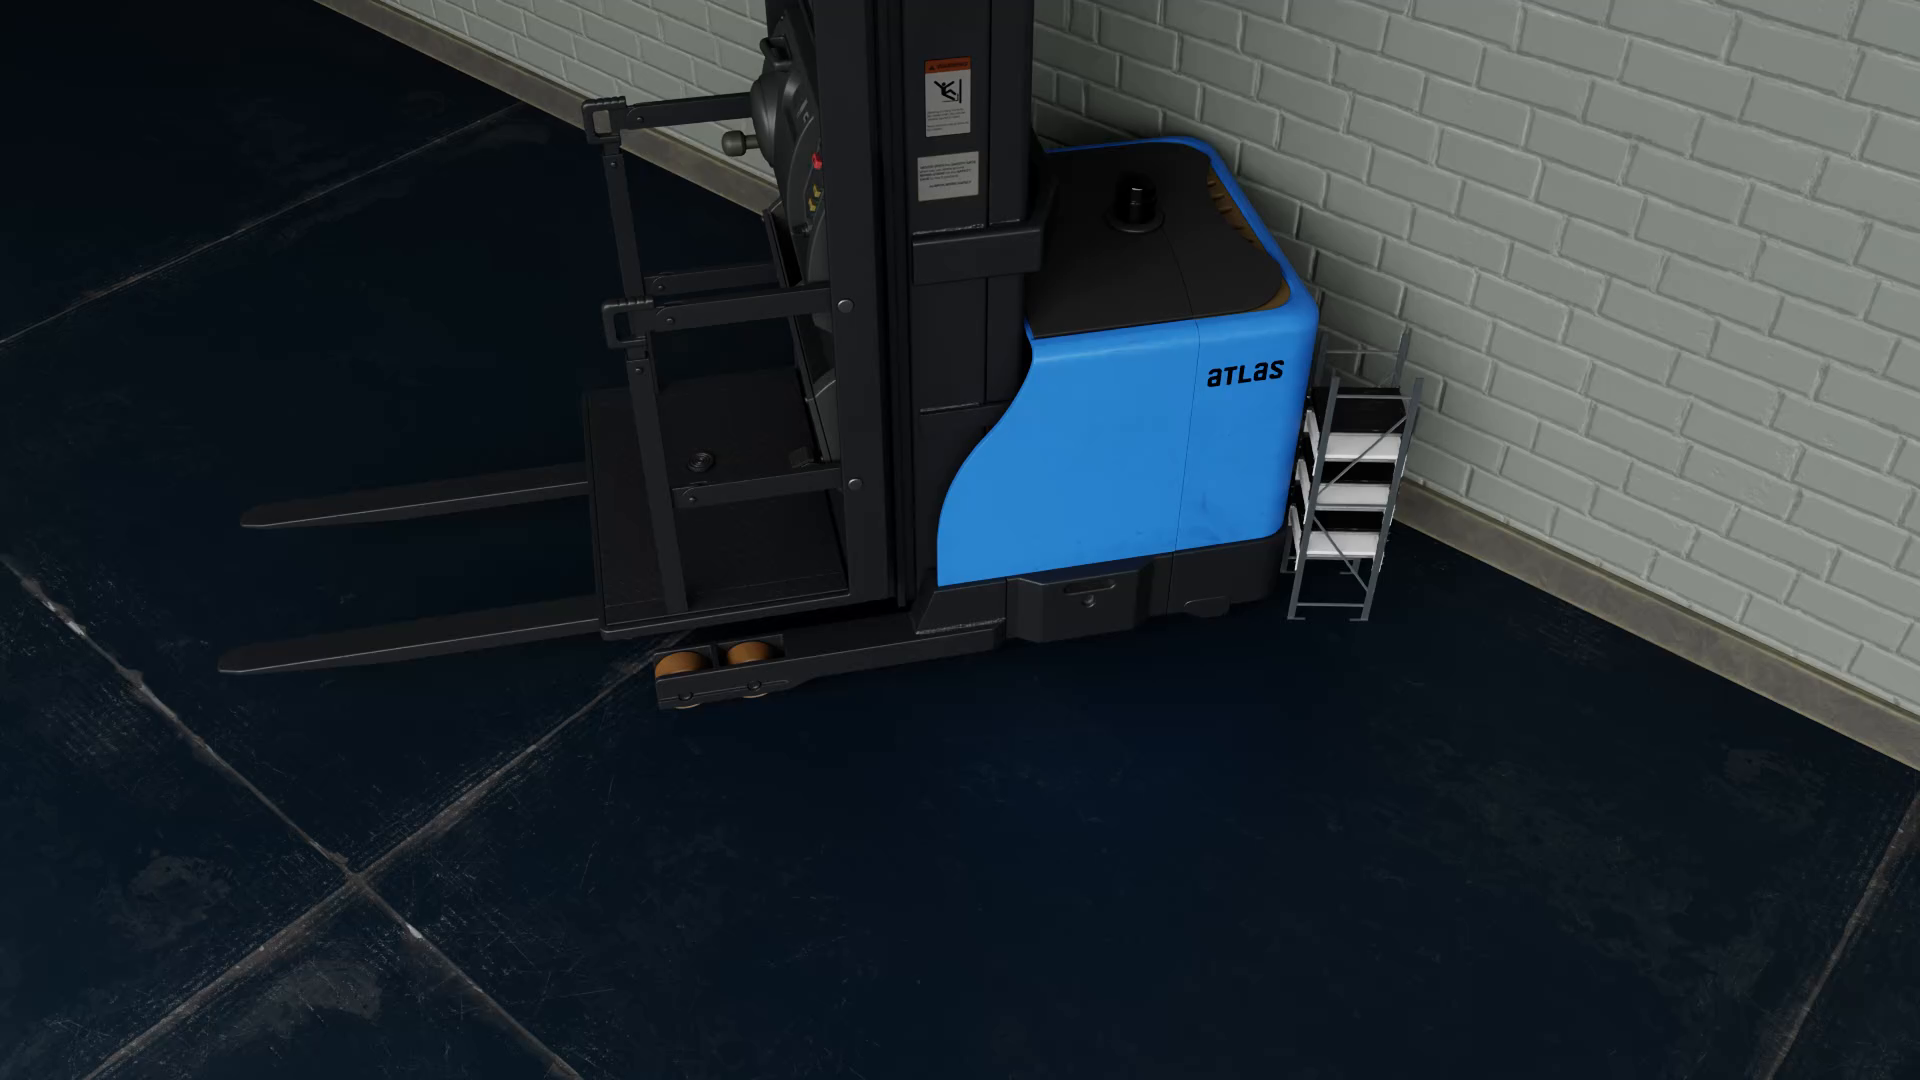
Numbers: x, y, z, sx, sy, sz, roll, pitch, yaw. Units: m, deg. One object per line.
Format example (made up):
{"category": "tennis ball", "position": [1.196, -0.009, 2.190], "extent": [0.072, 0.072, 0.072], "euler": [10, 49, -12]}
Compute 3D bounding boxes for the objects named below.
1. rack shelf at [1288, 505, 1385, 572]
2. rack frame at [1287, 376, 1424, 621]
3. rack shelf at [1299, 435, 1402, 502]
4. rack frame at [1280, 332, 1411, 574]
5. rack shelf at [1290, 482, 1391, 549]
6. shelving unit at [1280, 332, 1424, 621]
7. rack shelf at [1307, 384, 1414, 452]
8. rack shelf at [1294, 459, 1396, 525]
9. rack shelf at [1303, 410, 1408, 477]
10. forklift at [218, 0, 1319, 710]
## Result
{"category": "rack shelf", "position": [1.104, -0.005, 4.904], "extent": [0.258, 0.077, 0.200], "euler": [1, 42, 1]}
{"category": "rack frame", "position": [1.102, -0.095, 4.685], "extent": [0.240, 0.900, 0.006], "euler": [1, 42, 1]}
{"category": "rack shelf", "position": [1.104, -0.205, 4.722], "extent": [0.258, 0.077, 0.200], "euler": [1, 42, 1]}
{"category": "rack frame", "position": [1.107, -0.231, 4.836], "extent": [0.240, 0.900, 0.006], "euler": [1, 42, 1]}
{"category": "rack shelf", "position": [1.104, -0.072, 4.843], "extent": [0.258, 0.077, 0.200], "euler": [1, 42, 1]}
{"category": "shelving unit", "position": [1.104, -0.163, 4.760], "extent": [0.258, 0.900, 0.210], "euler": [1, 42, 1]}
{"category": "rack shelf", "position": [1.104, -0.338, 4.601], "extent": [0.258, 0.077, 0.200], "euler": [1, 42, 1]}
{"category": "rack shelf", "position": [1.104, -0.138, 4.783], "extent": [0.258, 0.077, 0.200], "euler": [1, 42, 1]}
{"category": "rack shelf", "position": [1.104, -0.272, 4.662], "extent": [0.258, 0.077, 0.200], "euler": [1, 42, 1]}
{"category": "forklift", "position": [-0.612, -0.996, 4.167], "extent": [3.031, 2.935, 1.130], "euler": [-8, 43, -9]}
